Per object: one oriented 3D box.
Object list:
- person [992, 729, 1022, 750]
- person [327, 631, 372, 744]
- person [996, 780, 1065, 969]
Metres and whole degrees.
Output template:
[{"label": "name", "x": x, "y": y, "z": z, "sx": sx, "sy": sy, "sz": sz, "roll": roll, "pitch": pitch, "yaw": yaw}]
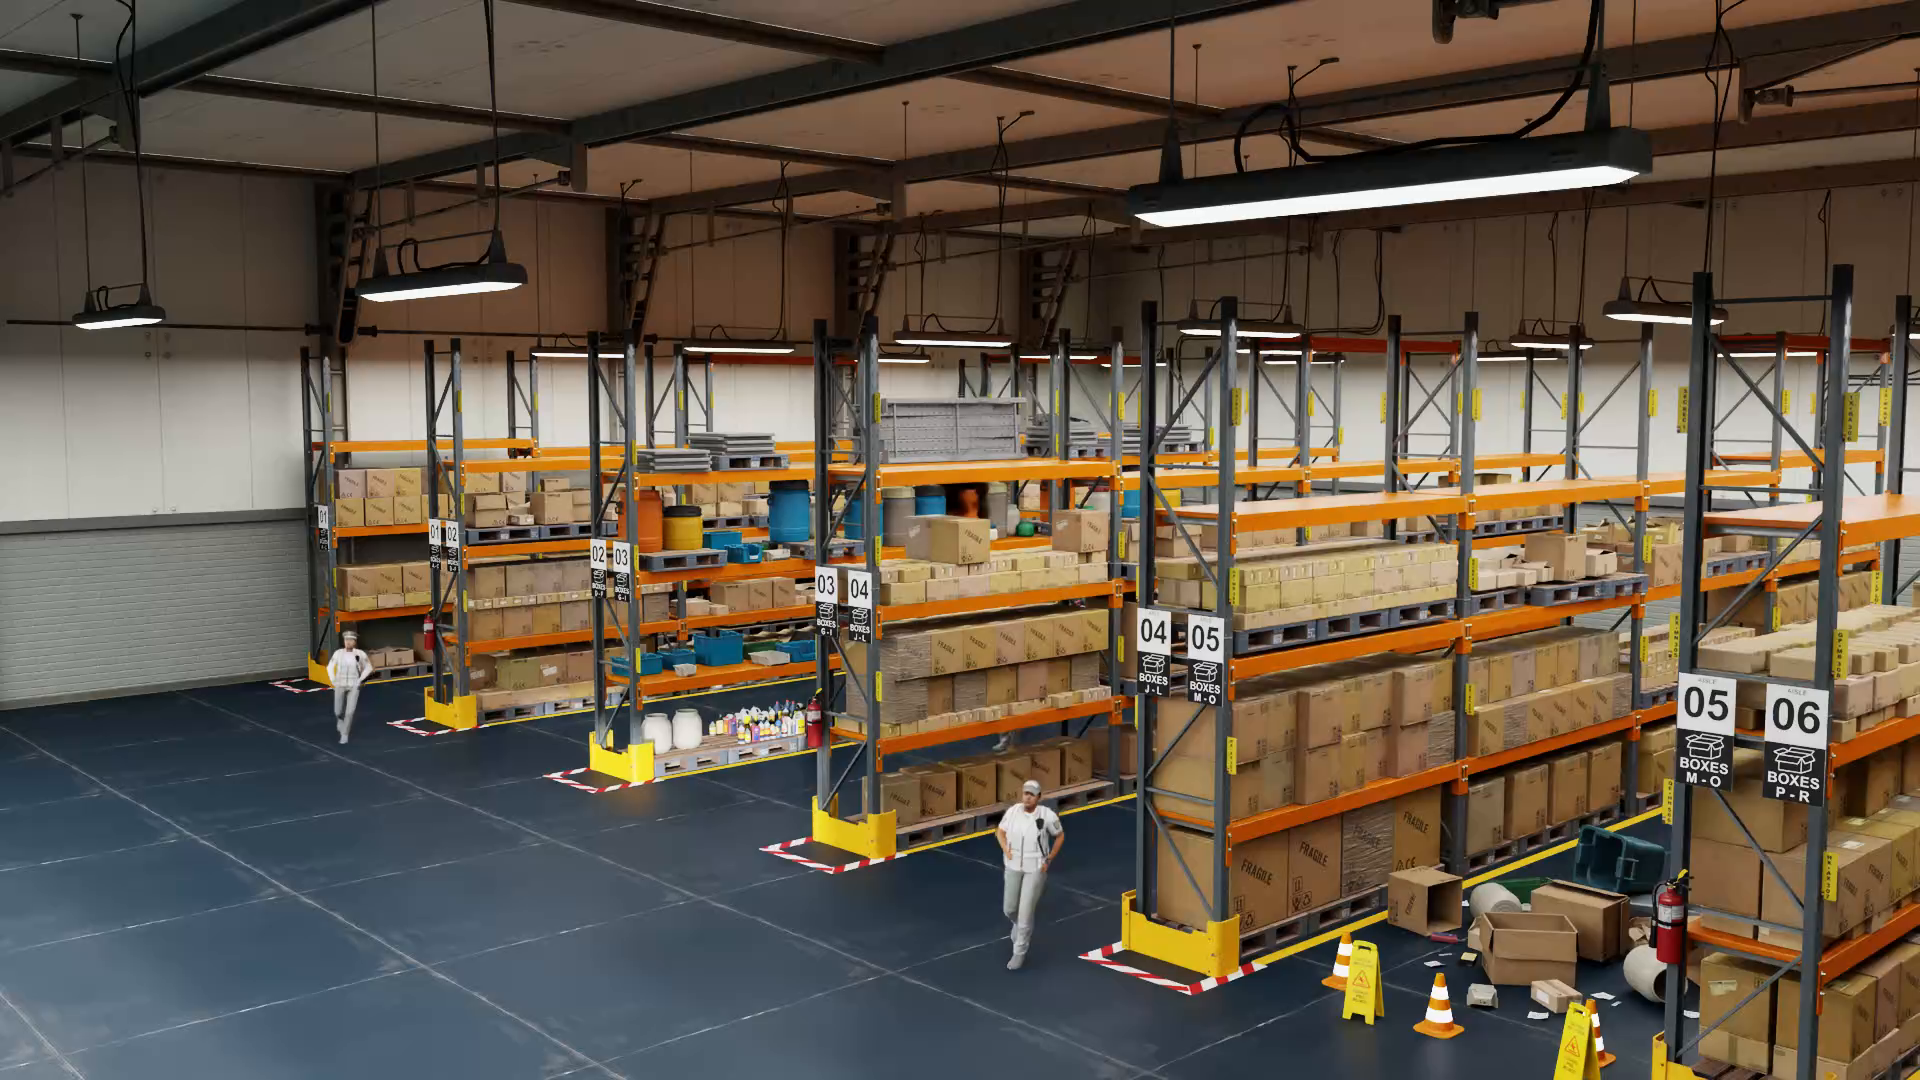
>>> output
[{"label": "person", "x": 0.549, "y": 2.006, "z": 22.808, "sx": 0.489, "sy": 1.745, "sz": 0.705, "roll": -4, "pitch": 6, "yaw": -39}, {"label": "person", "x": -9.104, "y": 2.168, "z": 24.825, "sx": 0.638, "sy": 1.664, "sz": 0.597, "roll": -1, "pitch": 5, "yaw": -13}, {"label": "person", "x": 0.620, "y": 3.021, "z": 15.239, "sx": 0.615, "sy": 1.682, "sz": 0.762, "roll": 2, "pitch": 5, "yaw": 19}]
